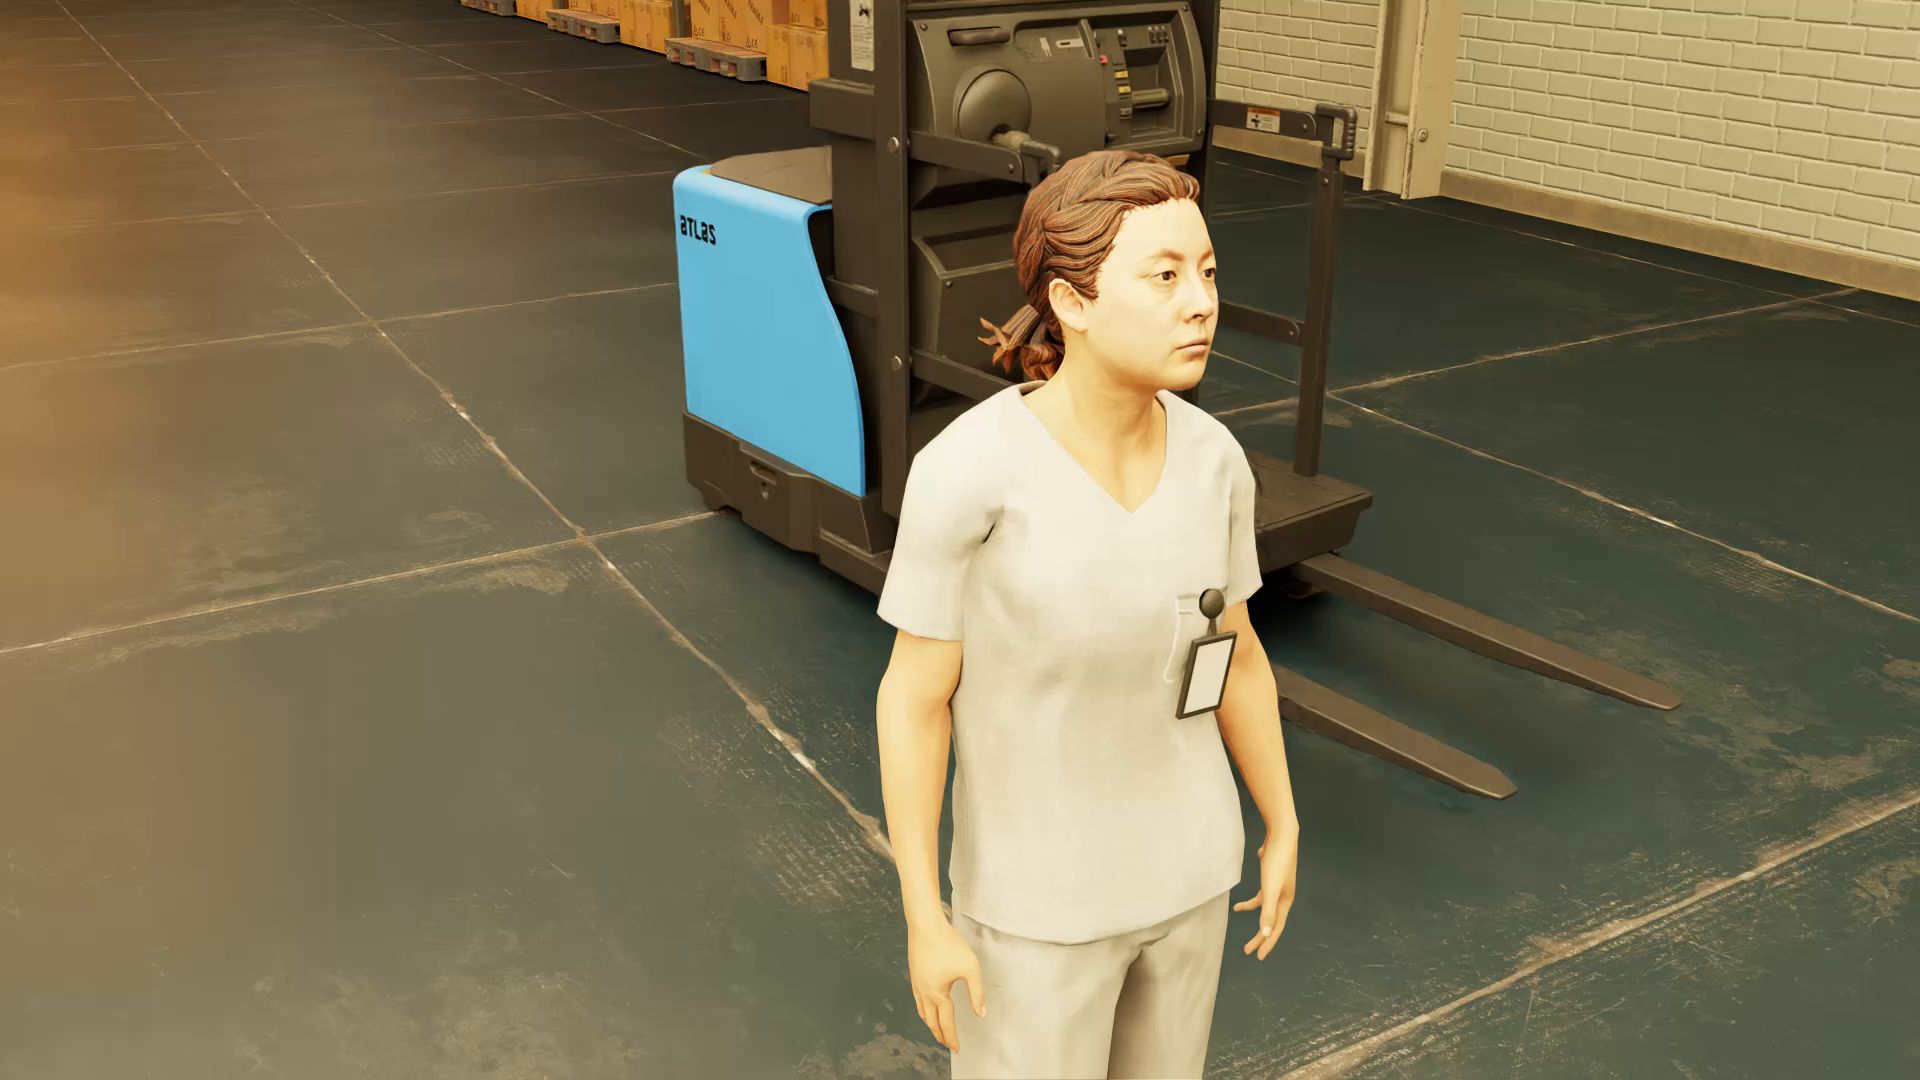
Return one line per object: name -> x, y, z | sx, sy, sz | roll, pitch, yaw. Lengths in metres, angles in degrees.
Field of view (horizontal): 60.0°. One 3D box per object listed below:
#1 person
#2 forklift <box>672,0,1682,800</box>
person -> 0.179, 0.428, 1.864 | 0.549, 1.674, 0.549 | -12, 25, -27
forklift -> 0.407, -1.168, 4.120 | 1.130, 2.935, 3.031 | -16, 27, -35
